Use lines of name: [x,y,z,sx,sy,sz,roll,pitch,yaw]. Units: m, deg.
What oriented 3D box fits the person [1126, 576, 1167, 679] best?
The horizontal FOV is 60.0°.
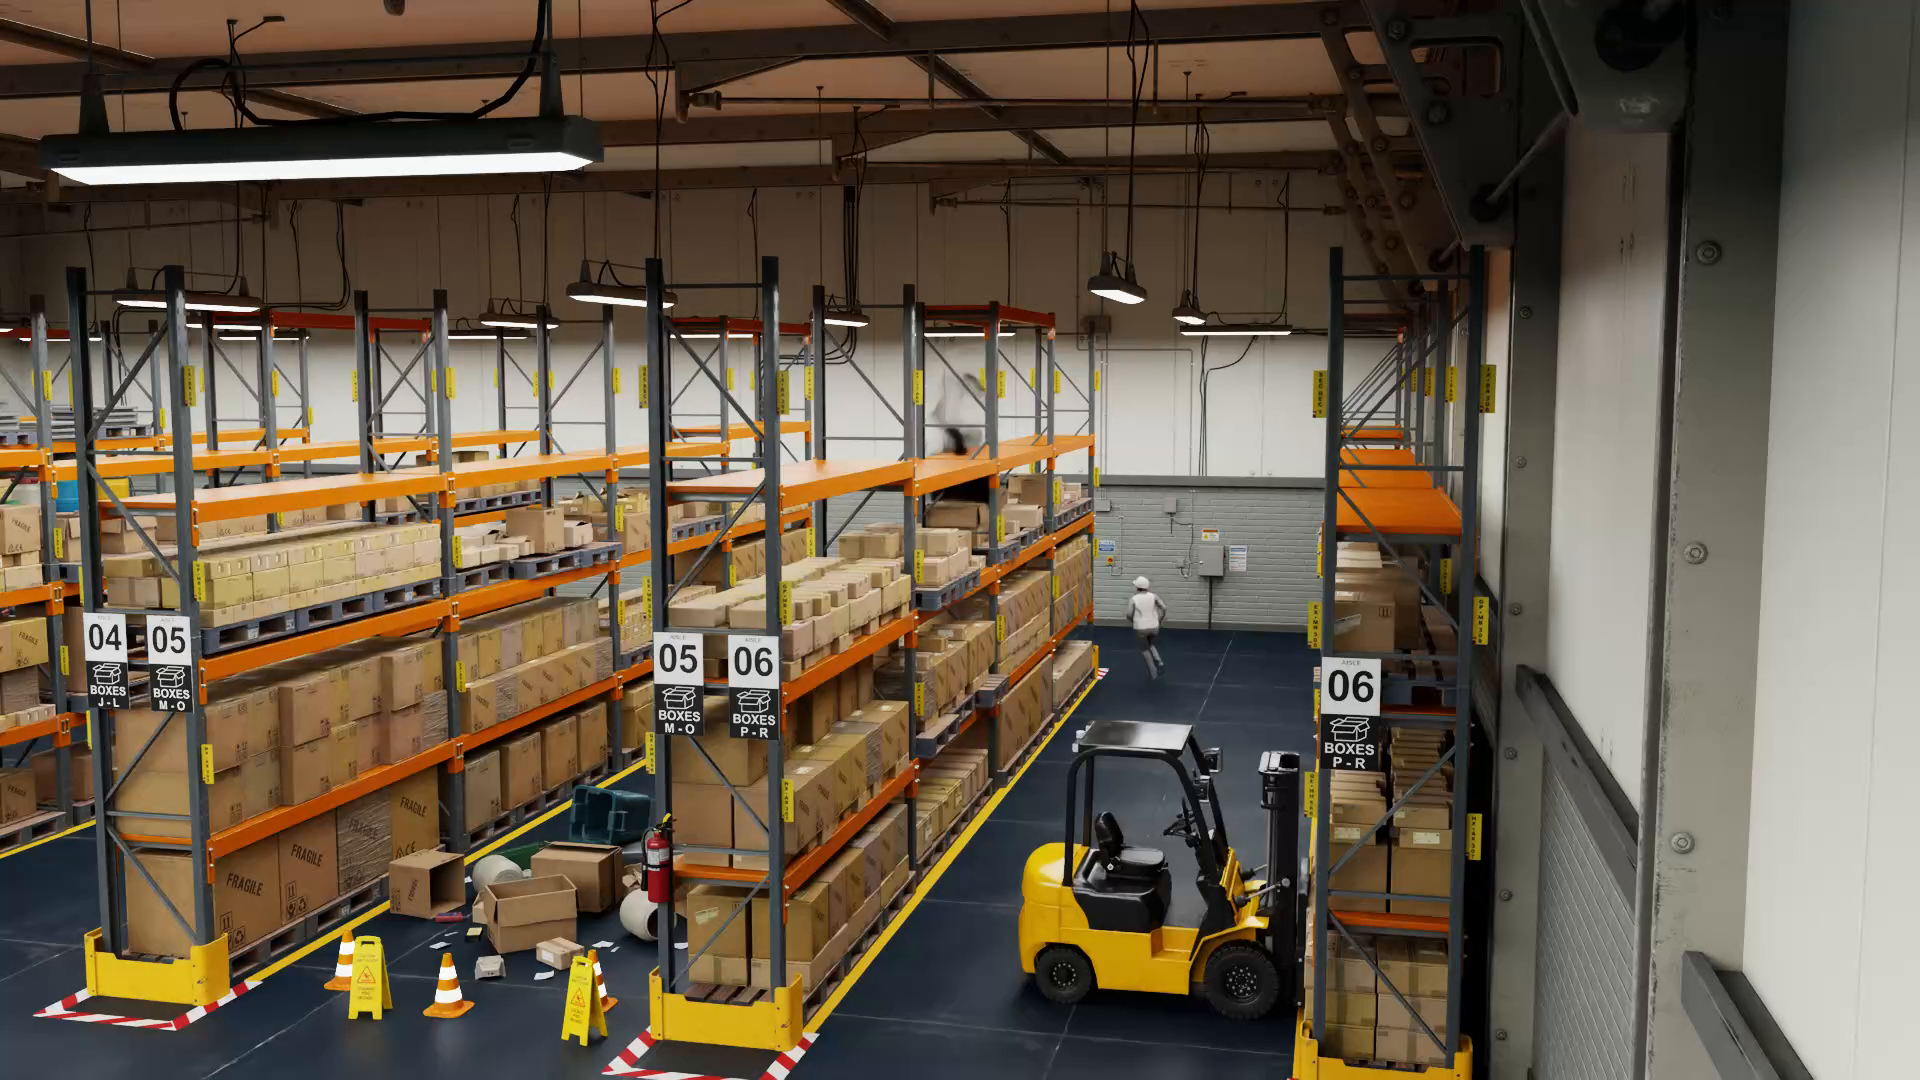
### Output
person: [3.110,1.474,28.080,0.672,1.748,0.554,-2,6,-18]
